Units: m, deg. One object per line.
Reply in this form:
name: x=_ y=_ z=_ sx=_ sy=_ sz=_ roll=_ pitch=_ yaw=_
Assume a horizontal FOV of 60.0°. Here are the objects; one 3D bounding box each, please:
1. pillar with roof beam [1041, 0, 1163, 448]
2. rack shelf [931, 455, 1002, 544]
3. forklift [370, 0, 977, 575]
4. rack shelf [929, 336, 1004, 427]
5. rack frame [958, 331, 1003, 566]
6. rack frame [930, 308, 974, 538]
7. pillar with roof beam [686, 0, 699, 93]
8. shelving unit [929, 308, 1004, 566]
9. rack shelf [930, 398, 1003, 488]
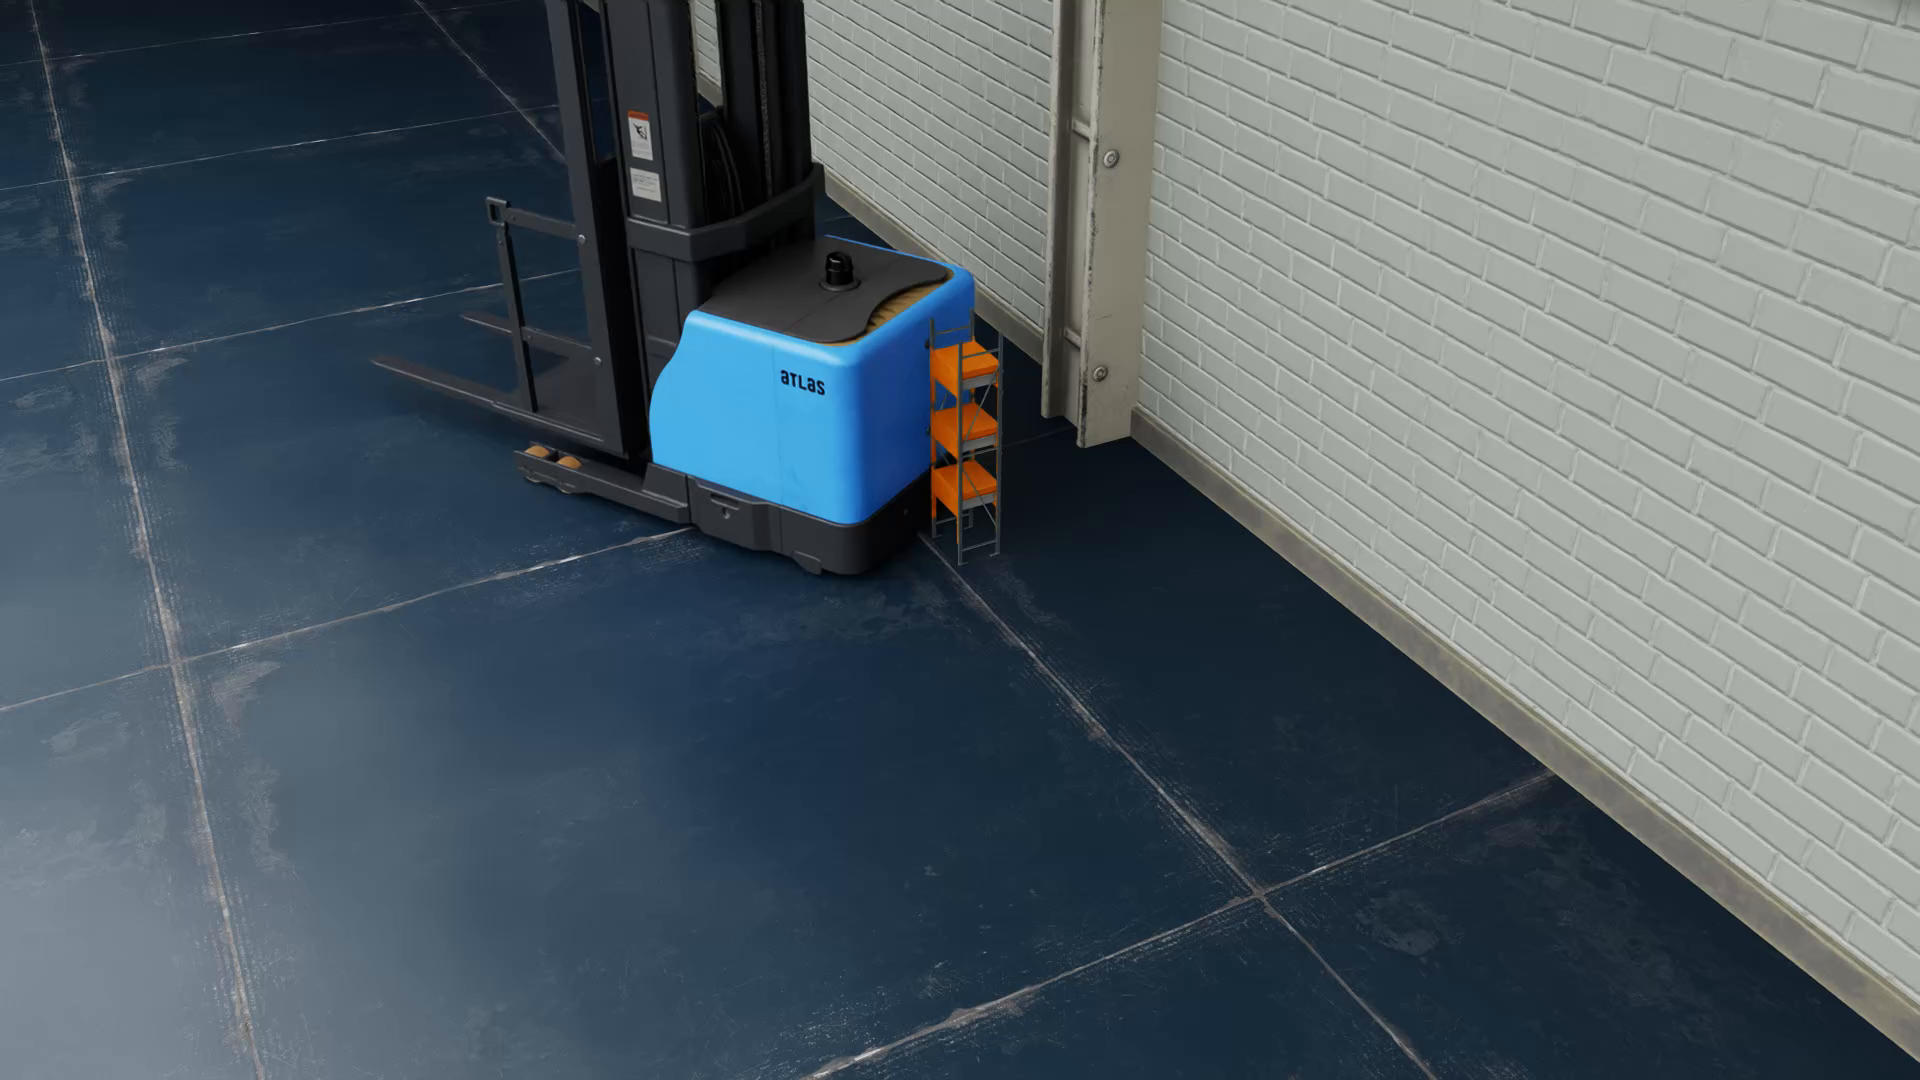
pillar with roof beam: x=-3.183 y=-3.275 z=4.021 sx=9.100 sy=9.000 sz=0.400 roll=-16 pitch=36 yaw=-23
rack shelf: x=0.025 y=-0.174 z=7.083 sx=0.215 sy=0.259 sz=0.240 roll=-16 pitch=36 yaw=-23
forklift: x=-1.451 y=-1.670 z=7.139 sx=3.031 sy=2.935 sz=1.130 roll=18 pitch=37 yaw=26
rack shelf: x=0.025 y=-0.647 z=6.780 sx=0.215 sy=0.259 sz=0.240 roll=-16 pitch=36 yaw=-23
rack frame: x=0.082 y=-0.358 z=6.836 sx=0.200 sy=1.050 sz=0.008 roll=-16 pitch=36 yaw=-23
rack frame: x=-0.032 y=-0.475 z=7.018 sx=0.200 sy=1.050 sz=0.008 roll=-16 pitch=36 yaw=-23
pillar with roof beam: x=-5.981 y=-6.139 z=8.490 sx=9.100 sy=9.000 sz=0.400 roll=-16 pitch=36 yaw=-23
shelving unit: x=0.025 y=-0.417 z=6.927 sx=0.215 sy=1.050 sz=0.252 roll=-16 pitch=36 yaw=-23
rack shelf: x=0.025 y=-0.408 z=6.933 sx=0.215 sy=0.259 sz=0.240 roll=-16 pitch=36 yaw=-23
